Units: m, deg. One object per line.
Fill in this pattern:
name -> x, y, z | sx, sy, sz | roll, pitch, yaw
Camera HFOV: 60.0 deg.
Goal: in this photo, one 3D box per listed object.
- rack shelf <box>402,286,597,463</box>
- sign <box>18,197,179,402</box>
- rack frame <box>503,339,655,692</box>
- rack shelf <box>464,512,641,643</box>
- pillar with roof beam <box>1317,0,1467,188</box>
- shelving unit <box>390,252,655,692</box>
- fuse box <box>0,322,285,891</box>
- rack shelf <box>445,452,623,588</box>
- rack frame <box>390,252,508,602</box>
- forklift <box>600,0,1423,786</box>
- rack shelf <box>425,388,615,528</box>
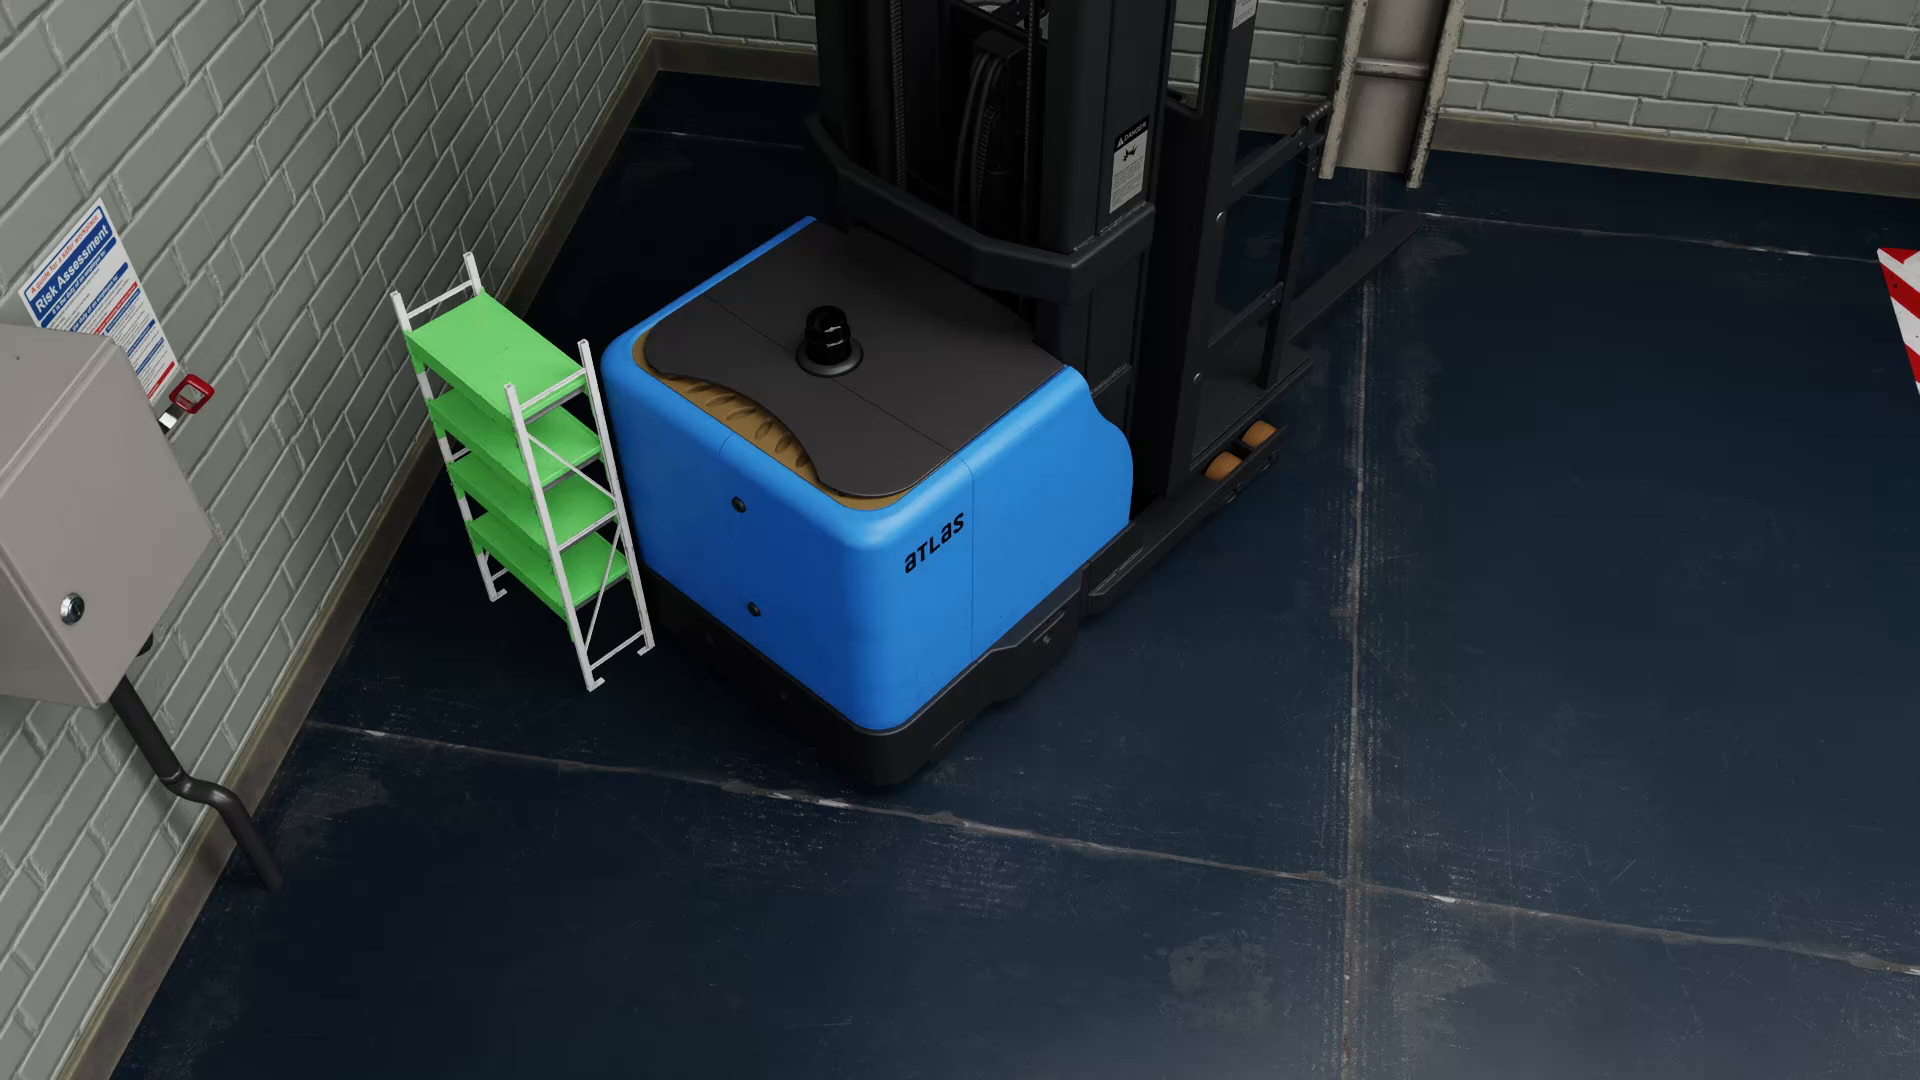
rack shelf -> -1.175, -0.430, 4.270 | 0.480, 0.148, 0.258 | 36, 57, 28
sign -> -1.912, -0.466, 3.716 | 0.001, 0.494, 0.329 | 8, 49, 7
rack frame -> -1.000, -0.025, 4.466 | 0.015, 1.200, 0.240 | 36, 57, 28
rack shelf -> -1.175, 0.051, 4.806 | 0.480, 0.148, 0.258 | 36, 57, 28
pillar with roof beam -> 0.860, -1.366, 0.428 | 0.400, 9.000, 9.100 | 8, 49, 7
shelving unit -> -1.175, -0.152, 4.580 | 0.503, 1.200, 0.258 | 36, 57, 28
fuse box -> -1.796, 0.321, 3.811 | 0.414, 1.711, 0.539 | 8, 49, 7
rack shelf -> -1.175, -0.109, 4.628 | 0.480, 0.148, 0.258 | 36, 57, 28
rack frame -> -1.349, -0.279, 4.694 | 0.015, 1.200, 0.240 | 36, 57, 28
forklift -> 0.416, -1.325, 4.470 | 1.130, 2.935, 3.031 | 34, 56, 26
rack shelf -> -1.175, -0.270, 4.449 | 0.480, 0.148, 0.258 | 36, 57, 28
